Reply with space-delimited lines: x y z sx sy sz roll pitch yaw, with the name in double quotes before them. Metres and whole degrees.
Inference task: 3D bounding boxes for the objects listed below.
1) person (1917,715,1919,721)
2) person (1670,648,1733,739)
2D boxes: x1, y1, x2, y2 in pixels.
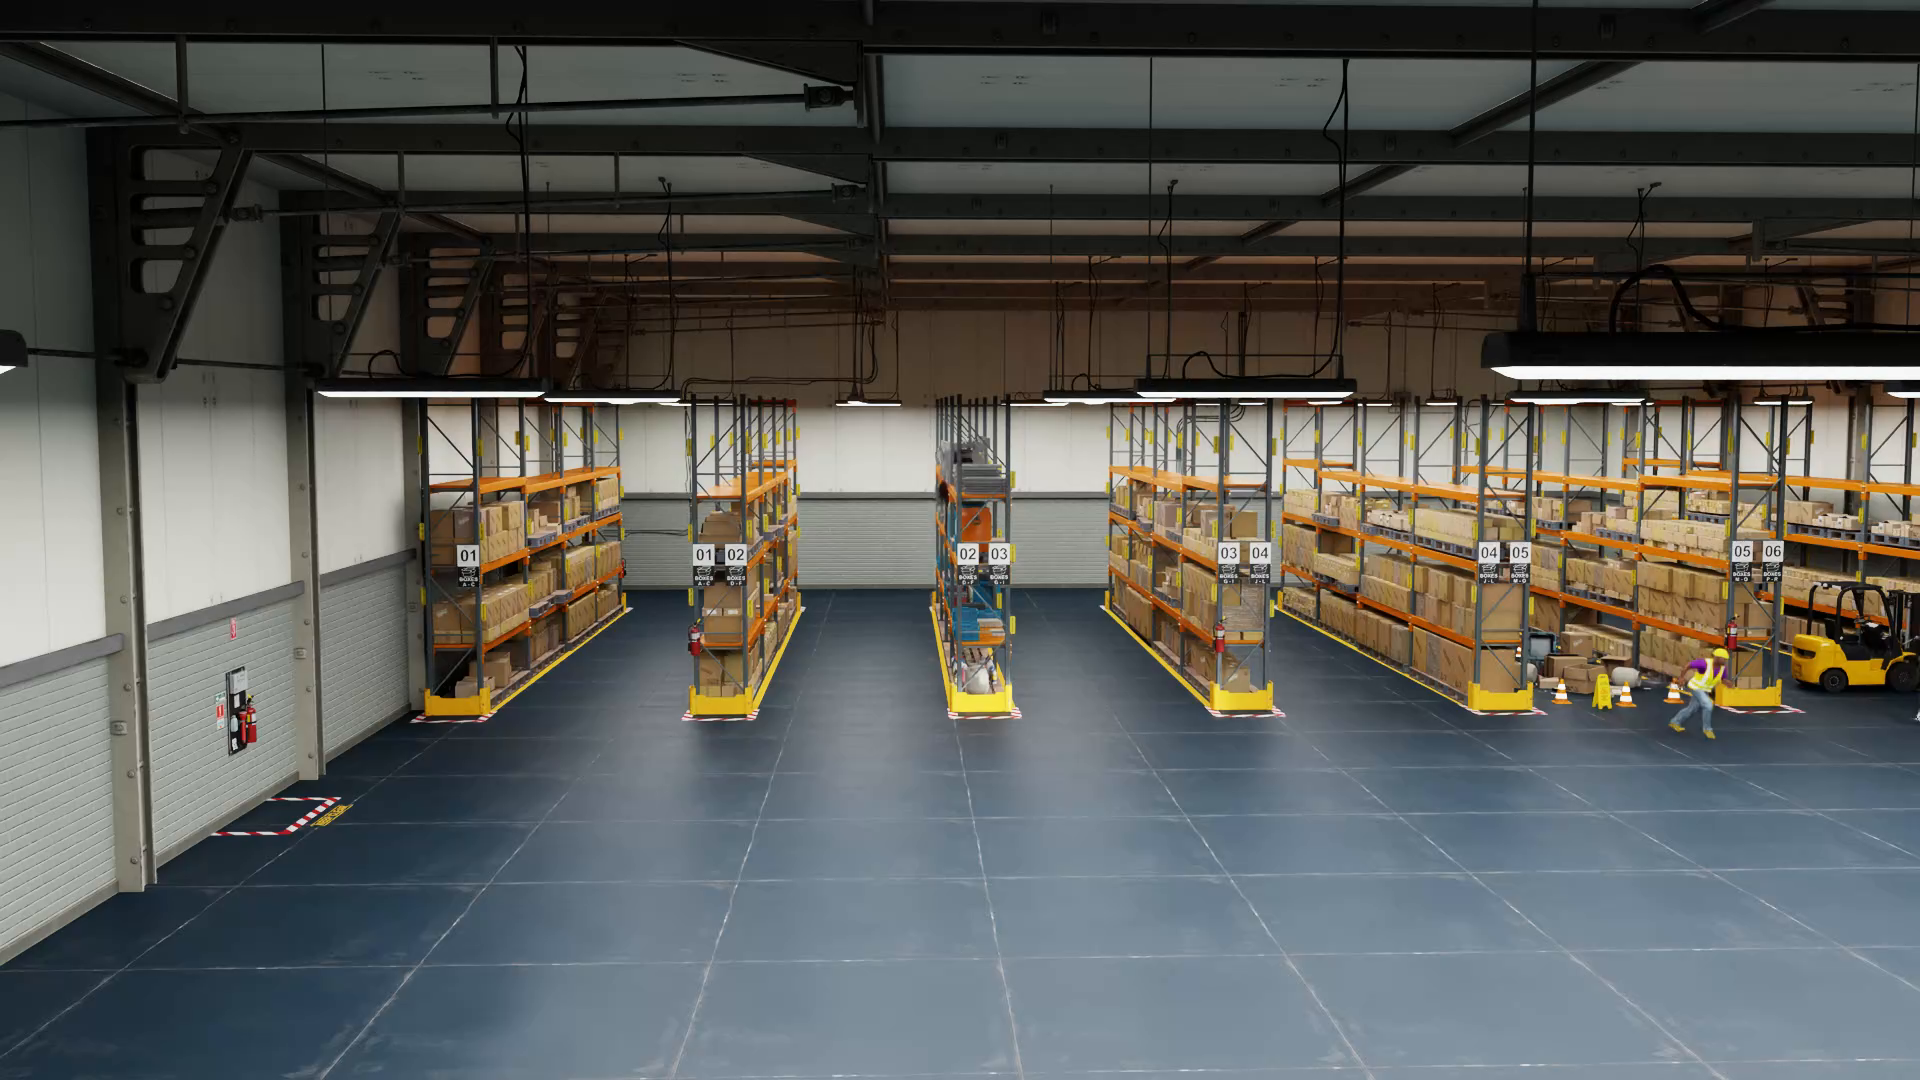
"person" 17.750 2.512 29.831 0.880 1.708 0.687 1 5 10
"person" 12.920 2.629 29.004 0.725 1.574 1.101 -2 5 -26
